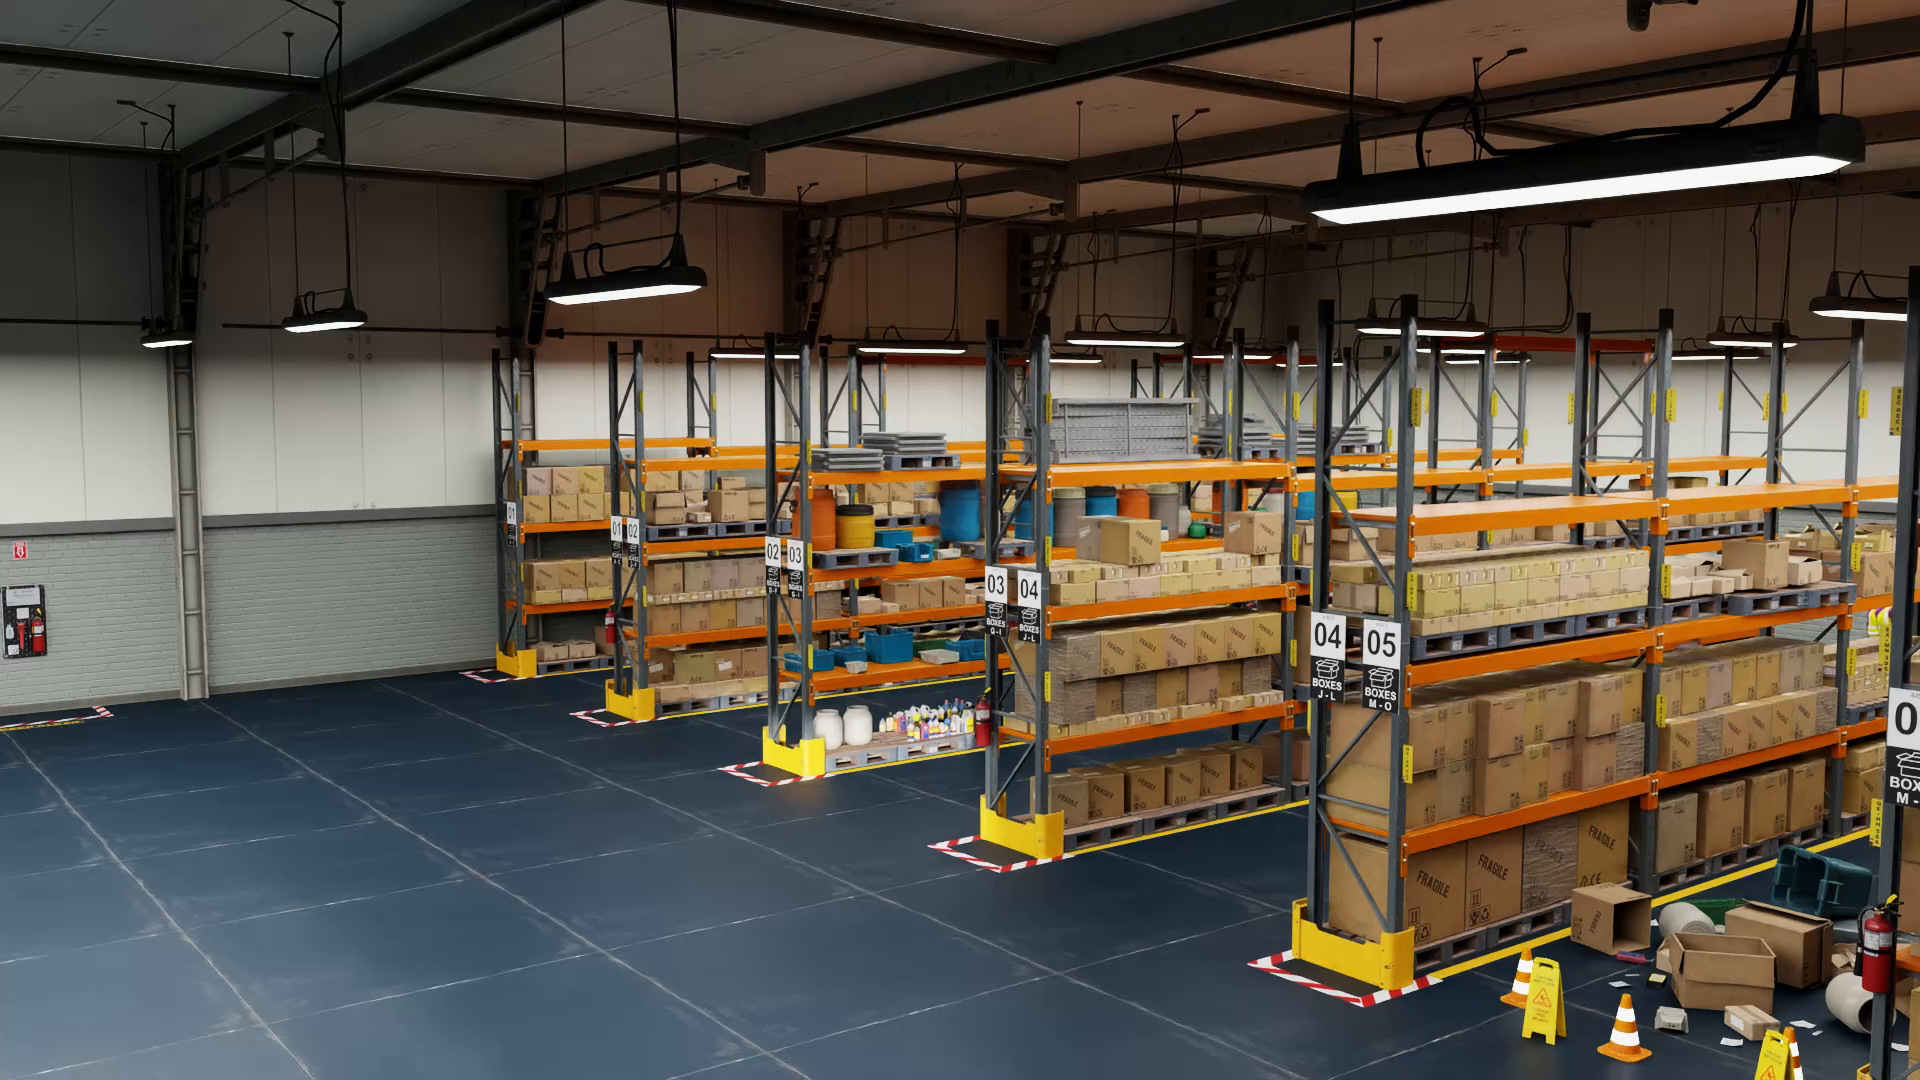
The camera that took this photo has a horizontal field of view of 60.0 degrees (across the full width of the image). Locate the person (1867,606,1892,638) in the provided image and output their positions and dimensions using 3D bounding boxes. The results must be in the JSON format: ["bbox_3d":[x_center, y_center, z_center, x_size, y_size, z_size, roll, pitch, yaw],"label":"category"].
[{"bbox_3d":[16.355,1.695,29.547,0.578,1.705,1.079,5,7,44],"label":"person"}]

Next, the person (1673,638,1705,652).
[{"bbox_3d":[10.678,2.256,24.284,0.632,1.610,0.468,3,6,29],"label":"person"}]
